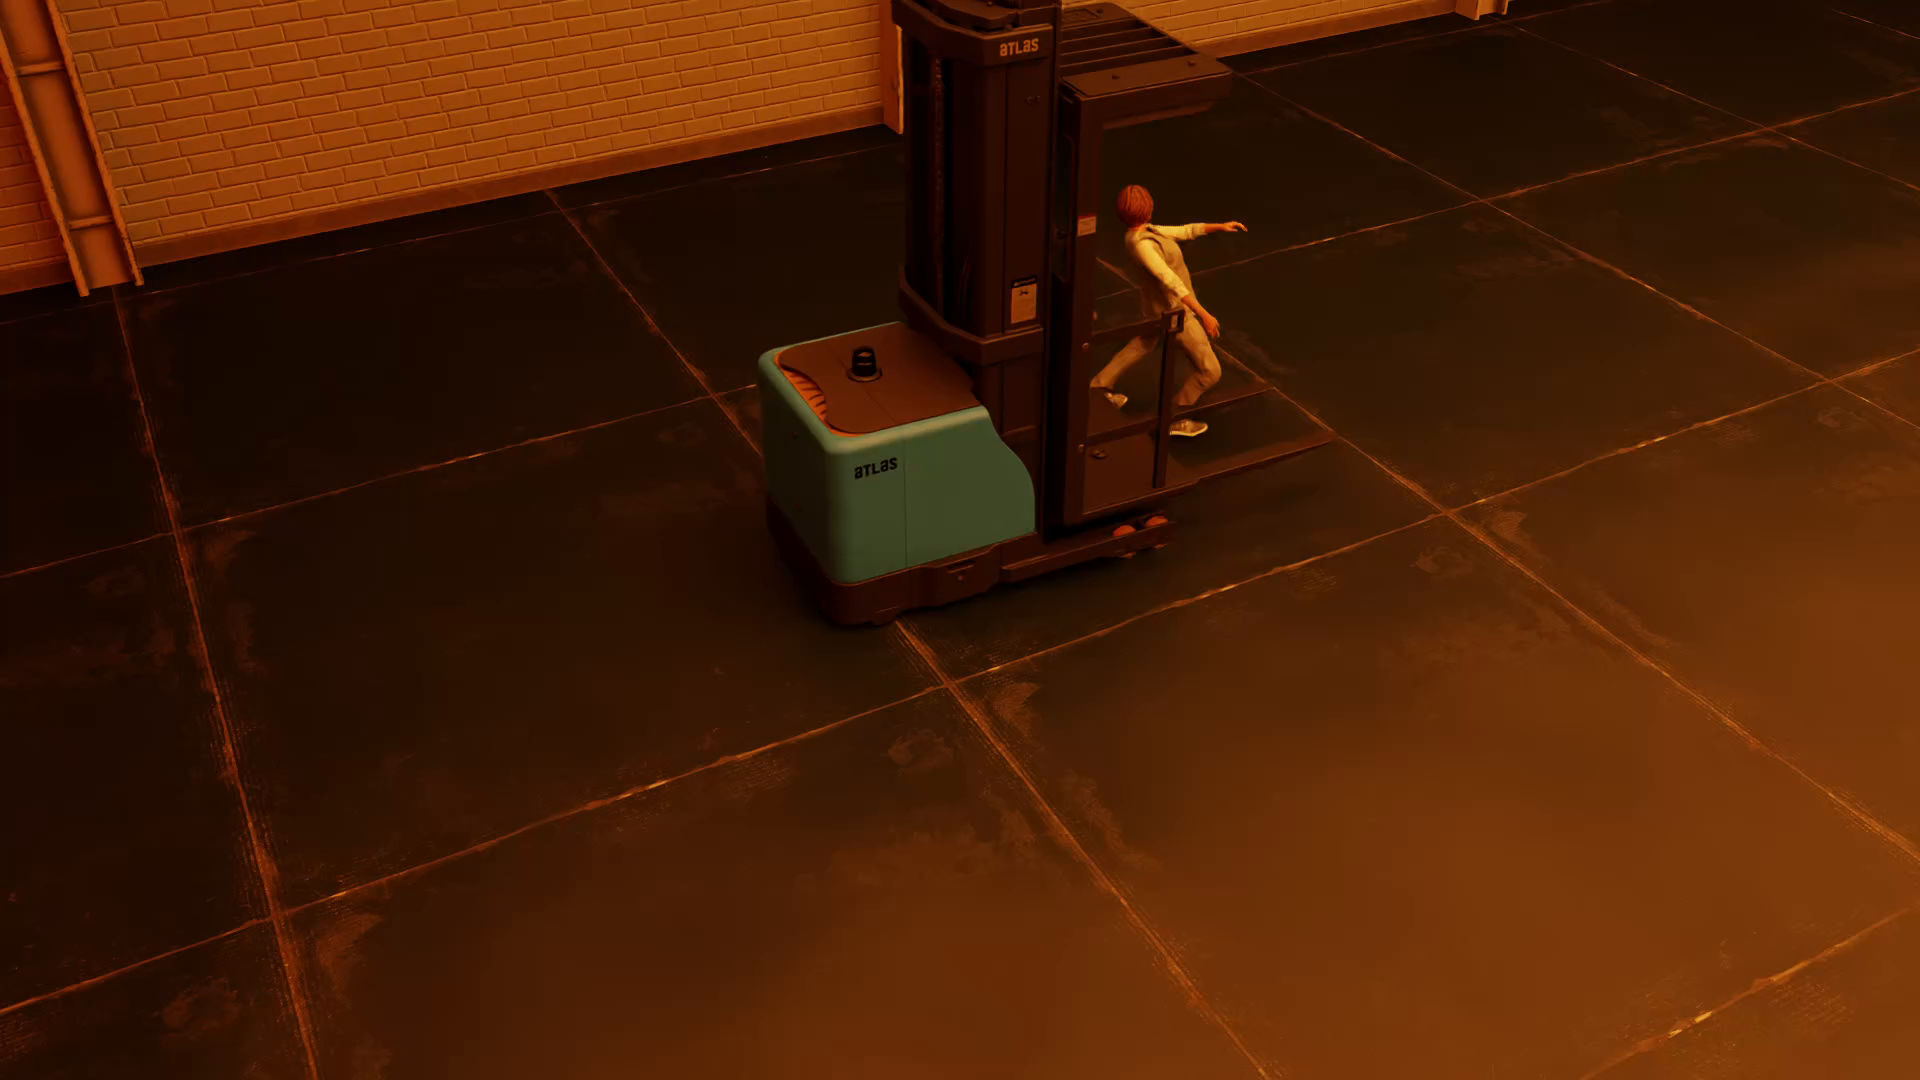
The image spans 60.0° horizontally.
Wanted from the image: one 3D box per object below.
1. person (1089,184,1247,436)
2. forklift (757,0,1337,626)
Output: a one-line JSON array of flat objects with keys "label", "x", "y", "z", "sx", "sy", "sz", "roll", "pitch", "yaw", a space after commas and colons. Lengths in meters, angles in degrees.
[{"label": "person", "x": 1.181, "y": -1.219, "z": 9.138, "sx": 0.749, "sy": 1.415, "sz": 0.784, "roll": -12, "pitch": 37, "yaw": -17}, {"label": "forklift", "x": 0.550, "y": -1.363, "z": 8.051, "sx": 3.031, "sy": 2.935, "sz": 1.130, "roll": -16, "pitch": 38, "yaw": -21}]
